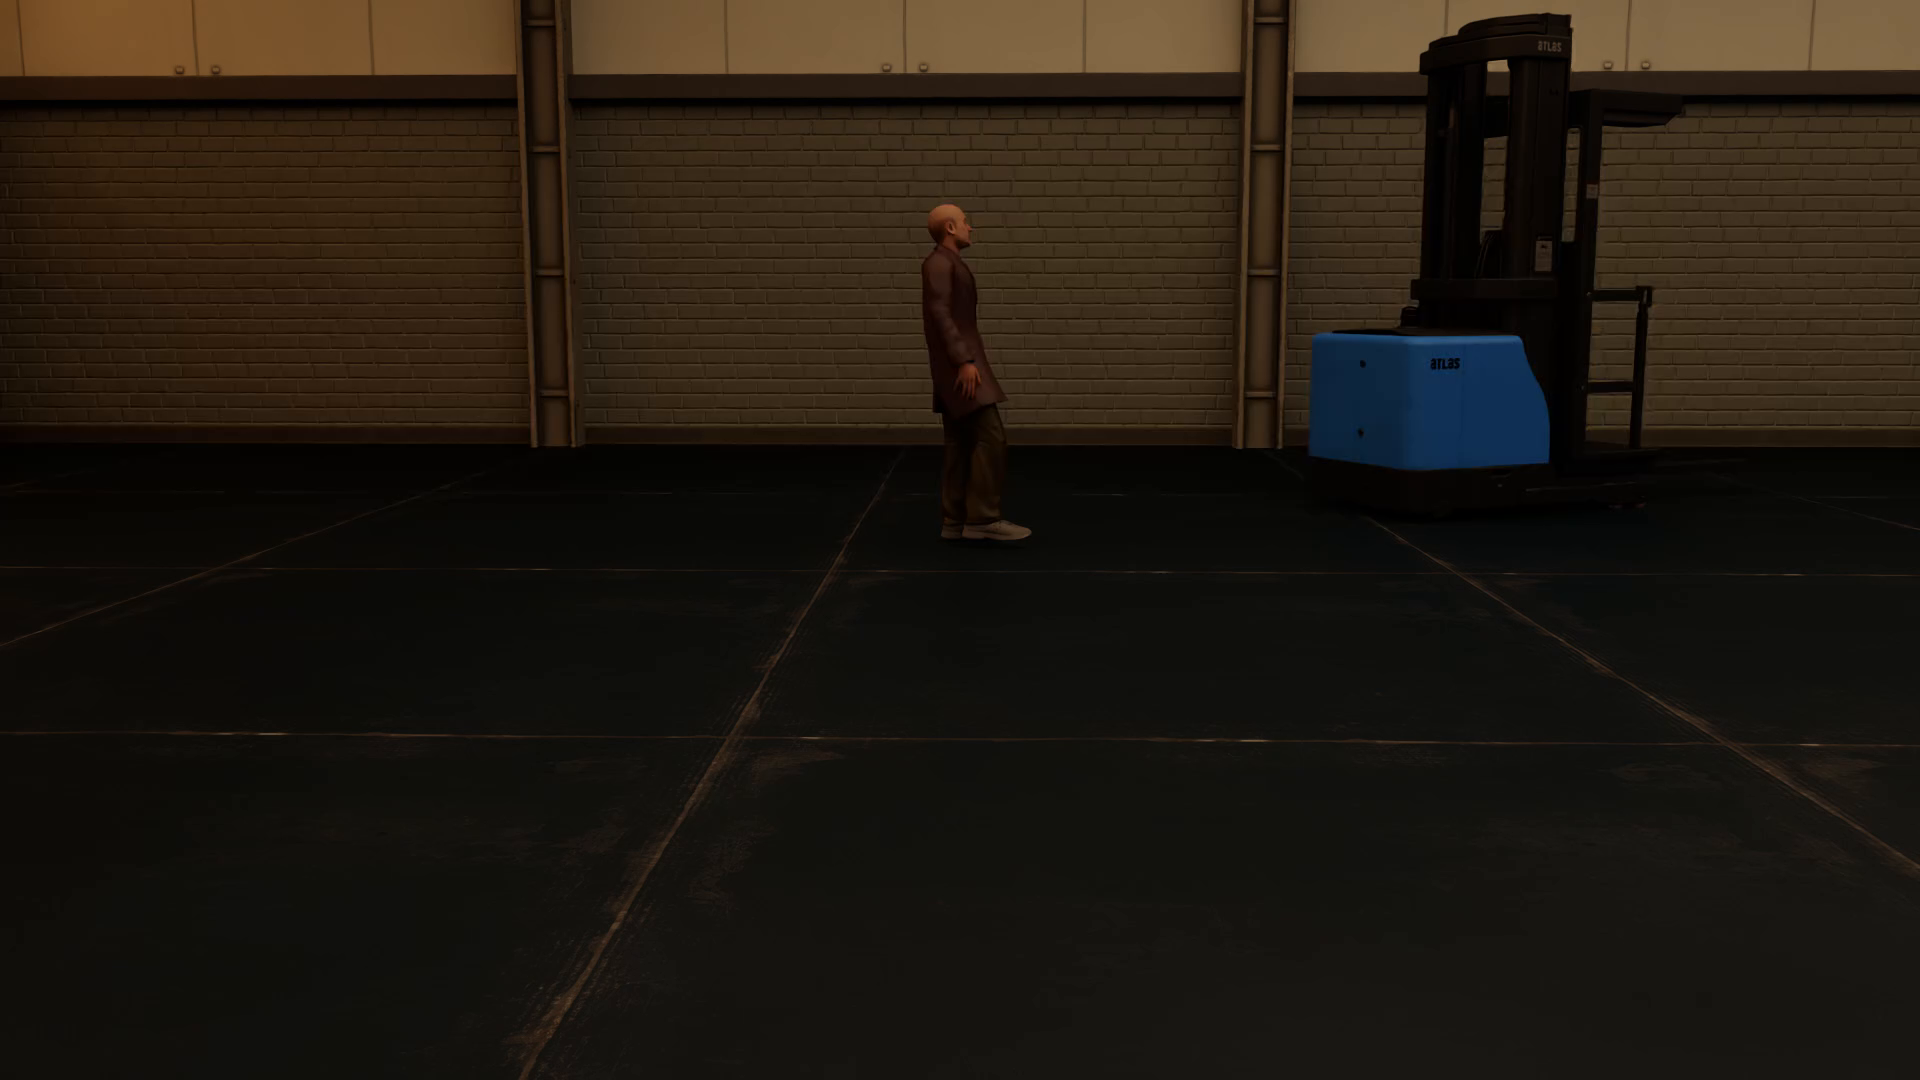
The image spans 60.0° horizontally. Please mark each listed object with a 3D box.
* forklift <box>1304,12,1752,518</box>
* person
[{"bbox_3d":[3.719,-1.703,10.445,3.031,2.935,1.130,-4,10,-25],"label":"forklift"},{"bbox_3d":[0.092,-0.884,8.861,0.580,1.777,0.696,0,9,1],"label":"person"}]
